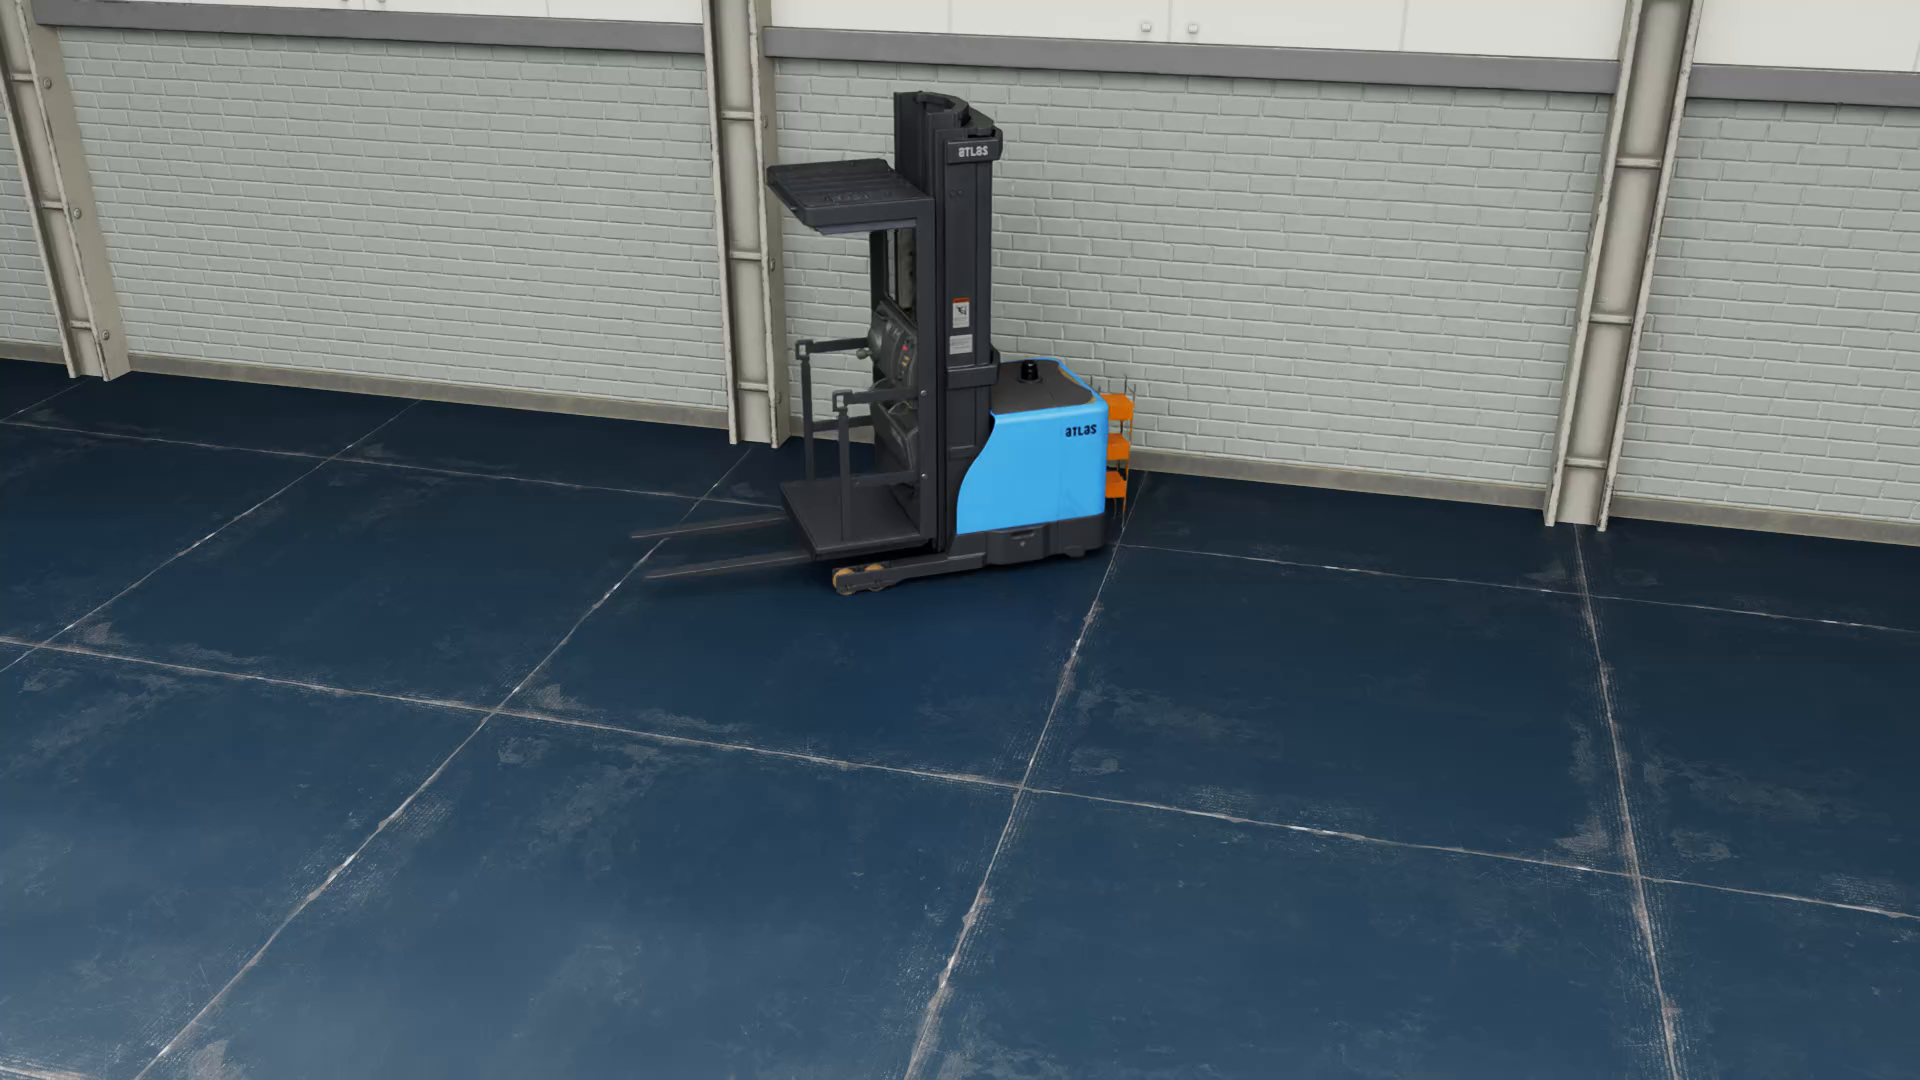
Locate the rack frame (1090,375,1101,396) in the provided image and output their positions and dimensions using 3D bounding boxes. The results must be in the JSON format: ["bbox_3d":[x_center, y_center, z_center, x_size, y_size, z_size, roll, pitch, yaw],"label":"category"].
[{"bbox_3d":[0.878,-0.581,11.225,0.008,1.050,0.200,-3,26,-13],"label":"rack frame"}]

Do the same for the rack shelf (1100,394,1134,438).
[{"bbox_3d":[1.008,-0.836,11.137,0.240,0.259,0.215,-3,26,-13],"label":"rack shelf"}]

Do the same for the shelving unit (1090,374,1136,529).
[{"bbox_3d":[0.997,-0.588,11.252,0.252,1.050,0.215,-3,26,-13],"label":"shelving unit"}]

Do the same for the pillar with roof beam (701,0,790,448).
[{"bbox_3d":[-2.619,-3.057,7.202,0.400,9.000,9.100,6,26,13],"label":"pillar with roof beam"}]

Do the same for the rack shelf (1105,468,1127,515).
[{"bbox_3d":[0.986,-0.327,11.374,0.240,0.259,0.215,-3,26,-13],"label":"rack shelf"}]

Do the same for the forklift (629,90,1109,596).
[{"bbox_3d":[-0.608,-1.227,10.418,3.031,2.935,1.130,-8,27,-16],"label":"forklift"}]

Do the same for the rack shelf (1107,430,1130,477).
[{"bbox_3d":[0.997,-0.579,11.257,0.240,0.259,0.215,-3,26,-13],"label":"rack shelf"}]

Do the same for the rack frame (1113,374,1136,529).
[{"bbox_3d":[1.116,-0.595,11.279,0.008,1.050,0.200,-3,26,-13],"label":"rack frame"}]

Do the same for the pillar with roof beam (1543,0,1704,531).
[{"bbox_3d":[3.192,-2.415,5.853,0.400,9.000,9.100,6,26,13],"label":"pillar with roof beam"}]

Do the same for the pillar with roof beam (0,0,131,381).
[{"bbox_3d":[-8.430,-3.699,8.551,0.400,9.000,9.100,6,26,13],"label":"pillar with roof beam"}]
